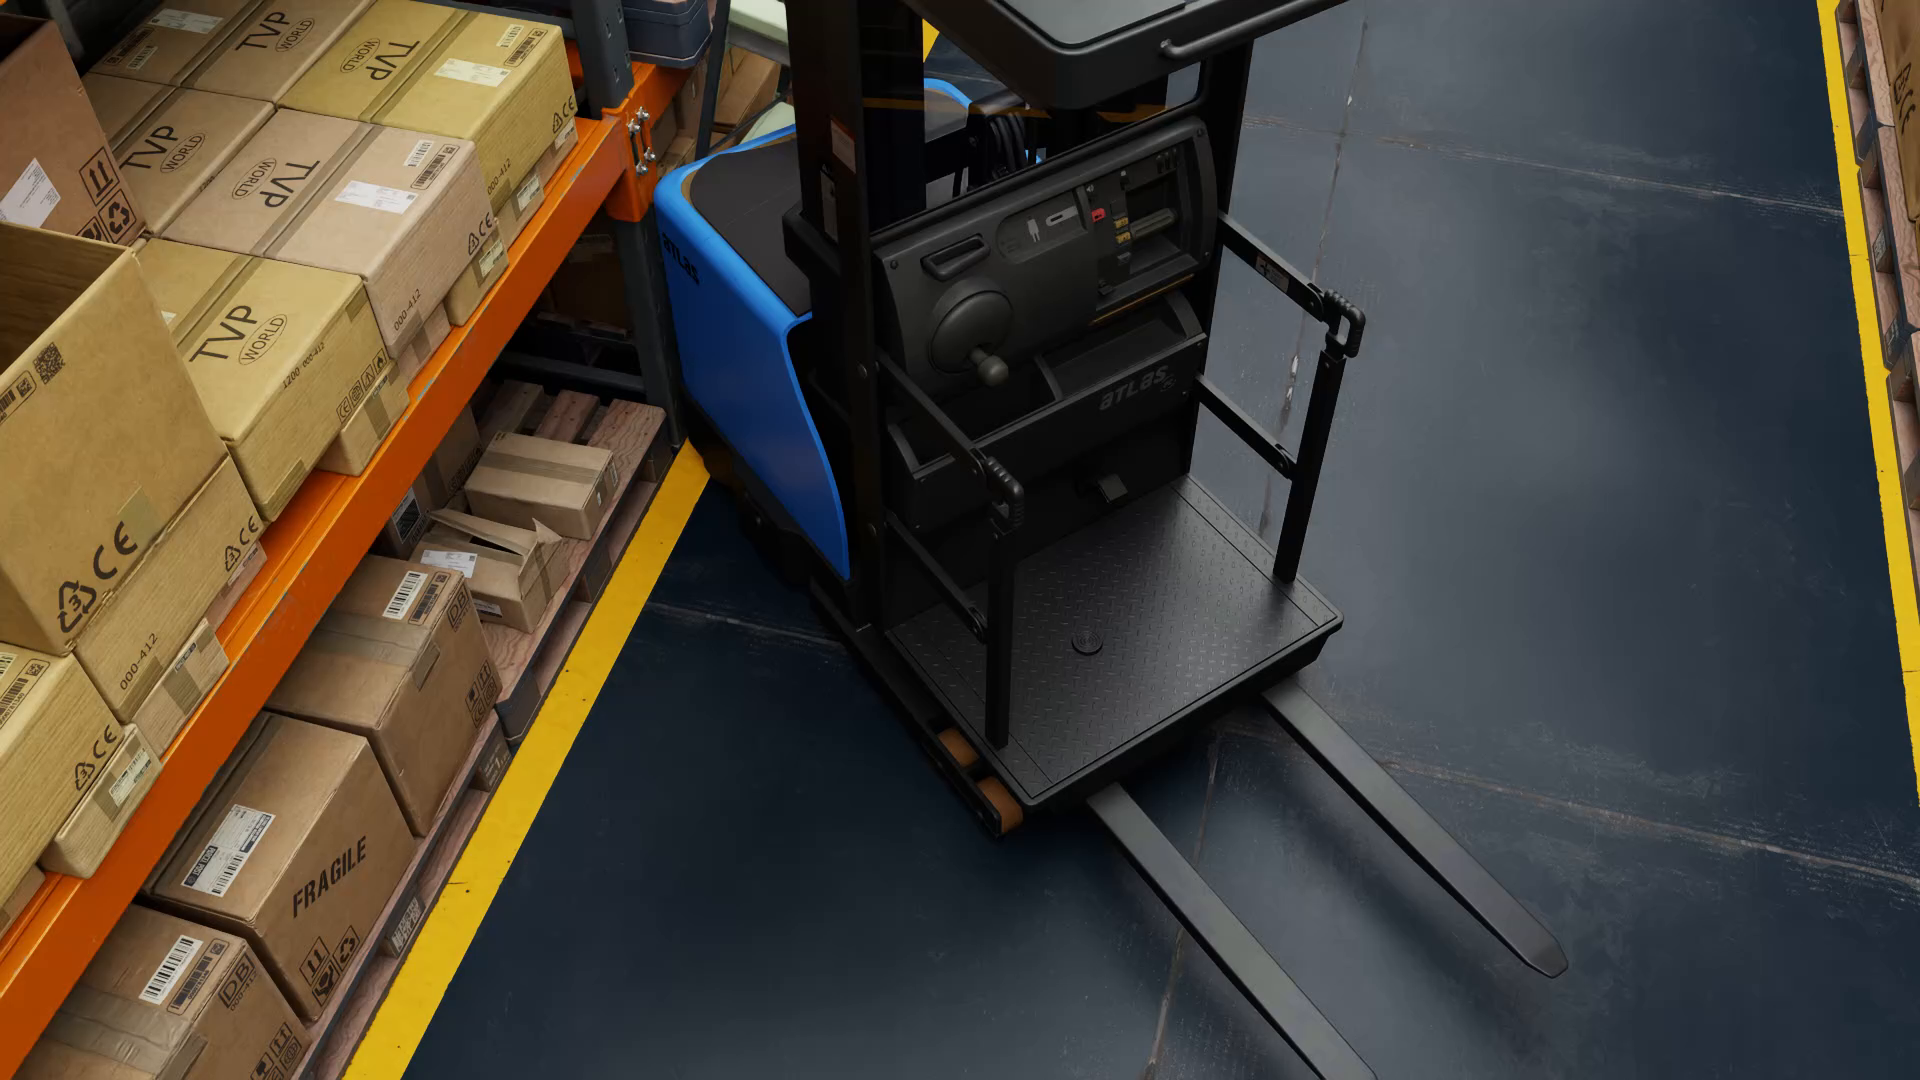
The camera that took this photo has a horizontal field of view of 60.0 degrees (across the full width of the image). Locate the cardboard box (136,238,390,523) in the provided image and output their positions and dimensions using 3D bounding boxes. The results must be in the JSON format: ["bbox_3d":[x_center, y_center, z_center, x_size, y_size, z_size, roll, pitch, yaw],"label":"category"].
[{"bbox_3d":[-1.556,-0.341,3.452,0.500,0.250,0.500,11,50,10],"label":"cardboard box"}]

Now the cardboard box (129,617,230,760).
[{"bbox_3d":[-1.660,0.244,3.201,0.380,0.149,0.250,13,50,11],"label":"cardboard box"}]

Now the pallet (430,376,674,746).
[{"bbox_3d":[-1.577,-0.013,5.120,1.003,0.211,1.213,12,50,10],"label":"pallet"}]

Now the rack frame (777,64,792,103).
[{"bbox_3d":[-0.399,-1.543,5.520,0.400,1.500,0.023,22,47,2],"label":"rack frame"}]

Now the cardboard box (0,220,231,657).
[{"bbox_3d":[-1.674,-0.196,2.824,0.500,0.500,0.500,13,50,11],"label":"cardboard box"}]

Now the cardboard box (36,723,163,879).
[{"bbox_3d":[-1.710,0.439,3.030,0.380,0.149,0.250,10,49,9],"label":"cardboard box"}]

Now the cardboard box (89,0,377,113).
[{"bbox_3d":[-1.786,-1.176,4.189,0.500,0.250,0.500,11,50,10],"label":"cardboard box"}]

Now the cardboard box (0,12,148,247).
[{"bbox_3d":[-2.044,-0.704,3.272,0.500,0.500,0.500,10,49,9],"label":"cardboard box"}]

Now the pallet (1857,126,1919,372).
[{"bbox_3d":[3.844,-0.991,5.984,1.003,0.211,1.213,12,50,10],"label":"pallet"}]

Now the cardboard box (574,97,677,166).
[{"bbox_3d":[-1.103,-1.276,5.131,0.380,0.149,0.250,11,49,9],"label":"cardboard box"}]

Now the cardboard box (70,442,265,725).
[{"bbox_3d":[-1.692,0.031,3.123,0.500,0.250,0.500,10,49,9],"label":"cardboard box"}]

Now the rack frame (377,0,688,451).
[{"bbox_3d":[-1.395,-1.432,4.513,1.000,3.000,0.127,12,50,10],"label":"rack frame"}]

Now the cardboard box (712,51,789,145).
[{"bbox_3d":[-0.920,-1.436,5.904,0.500,0.500,0.500,11,49,10],"label":"cardboard box"}]

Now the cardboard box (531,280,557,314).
[{"bbox_3d":[-1.552,-1.157,5.658,0.500,0.500,0.500,11,50,10],"label":"cardboard box"}]

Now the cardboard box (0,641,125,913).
[{"bbox_3d":[-1.806,0.406,2.793,0.500,0.250,0.500,11,49,9],"label":"cardboard box"}]

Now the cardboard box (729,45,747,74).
[{"bbox_3d":[-0.930,-1.770,5.766,0.380,0.149,0.250,11,49,9],"label":"cardboard box"}]

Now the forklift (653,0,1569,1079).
[{"bbox_3d":[0.352,-0.583,3.810,1.130,2.935,3.031,-27,54,-22],"label":"forklift"}]

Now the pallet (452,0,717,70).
[{"bbox_3d":[-1.080,-1.925,5.076,1.003,0.211,1.213,12,50,10],"label":"pallet"}]

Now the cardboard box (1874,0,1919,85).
[{"bbox_3d":[4.185,-2.301,6.417,0.875,0.875,0.875,11,50,10],"label":"cardboard box"}]

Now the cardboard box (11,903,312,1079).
[{"bbox_3d":[-1.933,1.115,3.652,0.700,0.500,0.500,13,50,12],"label":"cardboard box"}]

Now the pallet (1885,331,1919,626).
[{"bbox_3d":[3.525,-0.105,5.202,1.003,0.211,1.213,12,50,10],"label":"pallet"}]

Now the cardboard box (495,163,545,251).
[{"bbox_3d":[-1.283,-0.876,4.190,0.380,0.149,0.250,13,50,11],"label":"cardboard box"}]

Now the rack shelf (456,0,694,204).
[{"bbox_3d":[-0.869,-2.641,6.060,1.077,0.370,4.000,12,50,10],"label":"rack shelf"}]

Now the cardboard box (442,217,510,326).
[{"bbox_3d":[-1.328,-0.683,4.020,0.380,0.149,0.250,13,50,11],"label":"cardboard box"}]

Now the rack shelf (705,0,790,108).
[{"bbox_3d":[-0.418,-1.551,4.986,0.431,0.370,0.720,22,47,2],"label":"rack shelf"}]

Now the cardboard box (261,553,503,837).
[{"bbox_3d":[-1.660,0.364,4.315,0.700,0.500,0.500,10,49,9],"label":"cardboard box"}]

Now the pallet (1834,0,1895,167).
[{"bbox_3d":[4.167,-1.870,6.760,1.003,0.211,1.213,12,50,10],"label":"pallet"}]

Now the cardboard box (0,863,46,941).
[{"bbox_3d":[-1.849,0.607,2.881,0.380,0.149,0.250,12,50,11],"label":"cardboard box"}]

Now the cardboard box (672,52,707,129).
[{"bbox_3d":[-1.022,-1.461,5.295,0.380,0.149,0.250,9,49,8],"label":"cardboard box"}]

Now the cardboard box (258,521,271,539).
[{"bbox_3d":[-1.640,-0.144,3.544,0.380,0.149,0.250,12,50,11],"label":"cardboard box"}]

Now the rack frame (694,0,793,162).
[{"bbox_3d":[-0.617,-1.056,5.019,0.400,1.500,0.023,22,47,2],"label":"rack frame"}]

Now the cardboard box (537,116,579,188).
[{"bbox_3d":[-1.236,-1.068,4.360,0.380,0.149,0.250,12,50,11],"label":"cardboard box"}]

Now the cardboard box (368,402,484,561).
[{"bbox_3d":[-1.797,-0.250,4.983,0.500,0.311,0.500,13,50,11],"label":"cardboard box"}]

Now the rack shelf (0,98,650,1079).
[{"bbox_3d":[-1.922,0.253,3.506,1.077,0.370,4.000,12,50,10],"label":"rack shelf"}]

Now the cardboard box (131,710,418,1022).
[{"bbox_3d":[-1.698,0.753,3.972,0.500,0.500,0.500,12,50,11],"label":"cardboard box"}]

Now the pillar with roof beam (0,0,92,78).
[{"bbox_3d":[1.705,-2.242,1.227,9.100,9.000,0.400,12,50,10],"label":"pillar with roof beam"}]

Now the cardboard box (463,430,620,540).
[{"bbox_3d":[-1.259,-0.167,5.018,0.380,0.149,0.250,10,49,9],"label":"cardboard box"}]

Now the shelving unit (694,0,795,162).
[{"bbox_3d":[-0.508,-1.299,5.270,0.431,1.500,0.755,22,47,2],"label":"shelving unit"}]

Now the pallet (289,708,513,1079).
[{"bbox_3d":[-1.896,0.873,4.339,1.003,0.211,1.213,12,50,10],"label":"pallet"}]

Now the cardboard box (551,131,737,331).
[{"bbox_3d":[-1.051,-1.049,5.563,0.500,0.500,0.500,14,50,12],"label":"cardboard box"}]

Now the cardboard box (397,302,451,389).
[{"bbox_3d":[-1.424,-0.499,3.857,0.380,0.149,0.250,13,50,11],"label":"cardboard box"}]

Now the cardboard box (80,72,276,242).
[{"bbox_3d":[-1.912,-0.812,3.867,0.500,0.250,0.500,11,50,10],"label":"cardboard box"}]

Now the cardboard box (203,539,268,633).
[{"bbox_3d":[-1.659,0.044,3.378,0.380,0.149,0.250,11,50,10],"label":"cardboard box"}]

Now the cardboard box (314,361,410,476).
[{"bbox_3d":[-1.464,-0.308,3.689,0.380,0.149,0.250,11,49,9],"label":"cardboard box"}]

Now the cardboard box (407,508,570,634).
[{"bbox_3d":[-1.353,0.053,4.746,0.396,0.266,0.258,13,50,11],"label":"cardboard box"}]

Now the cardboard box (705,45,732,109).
[{"bbox_3d":[-0.990,-1.569,5.588,0.380,0.149,0.250,9,49,8],"label":"cardboard box"}]

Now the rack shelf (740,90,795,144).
[{"bbox_3d":[-0.583,-1.089,5.507,0.431,0.370,0.720,22,47,2],"label":"rack shelf"}]

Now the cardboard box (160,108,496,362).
[{"bbox_3d":[-1.412,-0.699,3.768,0.500,0.250,0.500,12,50,10],"label":"cardboard box"}]

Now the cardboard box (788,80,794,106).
[{"bbox_3d":[-0.785,-1.796,6.222,0.500,0.500,0.500,10,49,9],"label":"cardboard box"}]

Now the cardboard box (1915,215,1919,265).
[{"bbox_3d":[3.710,-1.010,5.278,0.875,0.875,0.875,13,50,11],"label":"cardboard box"}]

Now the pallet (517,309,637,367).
[{"bbox_3d":[-1.218,-1.105,6.085,1.003,0.211,1.213,12,50,10],"label":"pallet"}]

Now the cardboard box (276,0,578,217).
[{"bbox_3d":[-1.294,-1.064,4.090,0.500,0.250,0.500,13,50,11],"label":"cardboard box"}]

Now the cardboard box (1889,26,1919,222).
[{"bbox_3d":[3.946,-1.657,5.849,0.875,0.875,0.875,12,50,10],"label":"cardboard box"}]

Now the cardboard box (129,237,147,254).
[{"bbox_3d":[-2.049,-0.439,3.538,0.500,0.250,0.500,13,50,11],"label":"cardboard box"}]

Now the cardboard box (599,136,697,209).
[{"bbox_3d":[-1.044,-1.165,5.232,0.380,0.149,0.250,14,50,12],"label":"cardboard box"}]

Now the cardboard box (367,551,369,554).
[{"bbox_3d":[-1.911,0.117,4.767,0.380,0.149,0.250,11,49,10],"label":"cardboard box"}]

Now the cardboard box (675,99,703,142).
[{"bbox_3d":[-1.046,-1.381,5.423,0.380,0.149,0.250,10,49,9],"label":"cardboard box"}]
